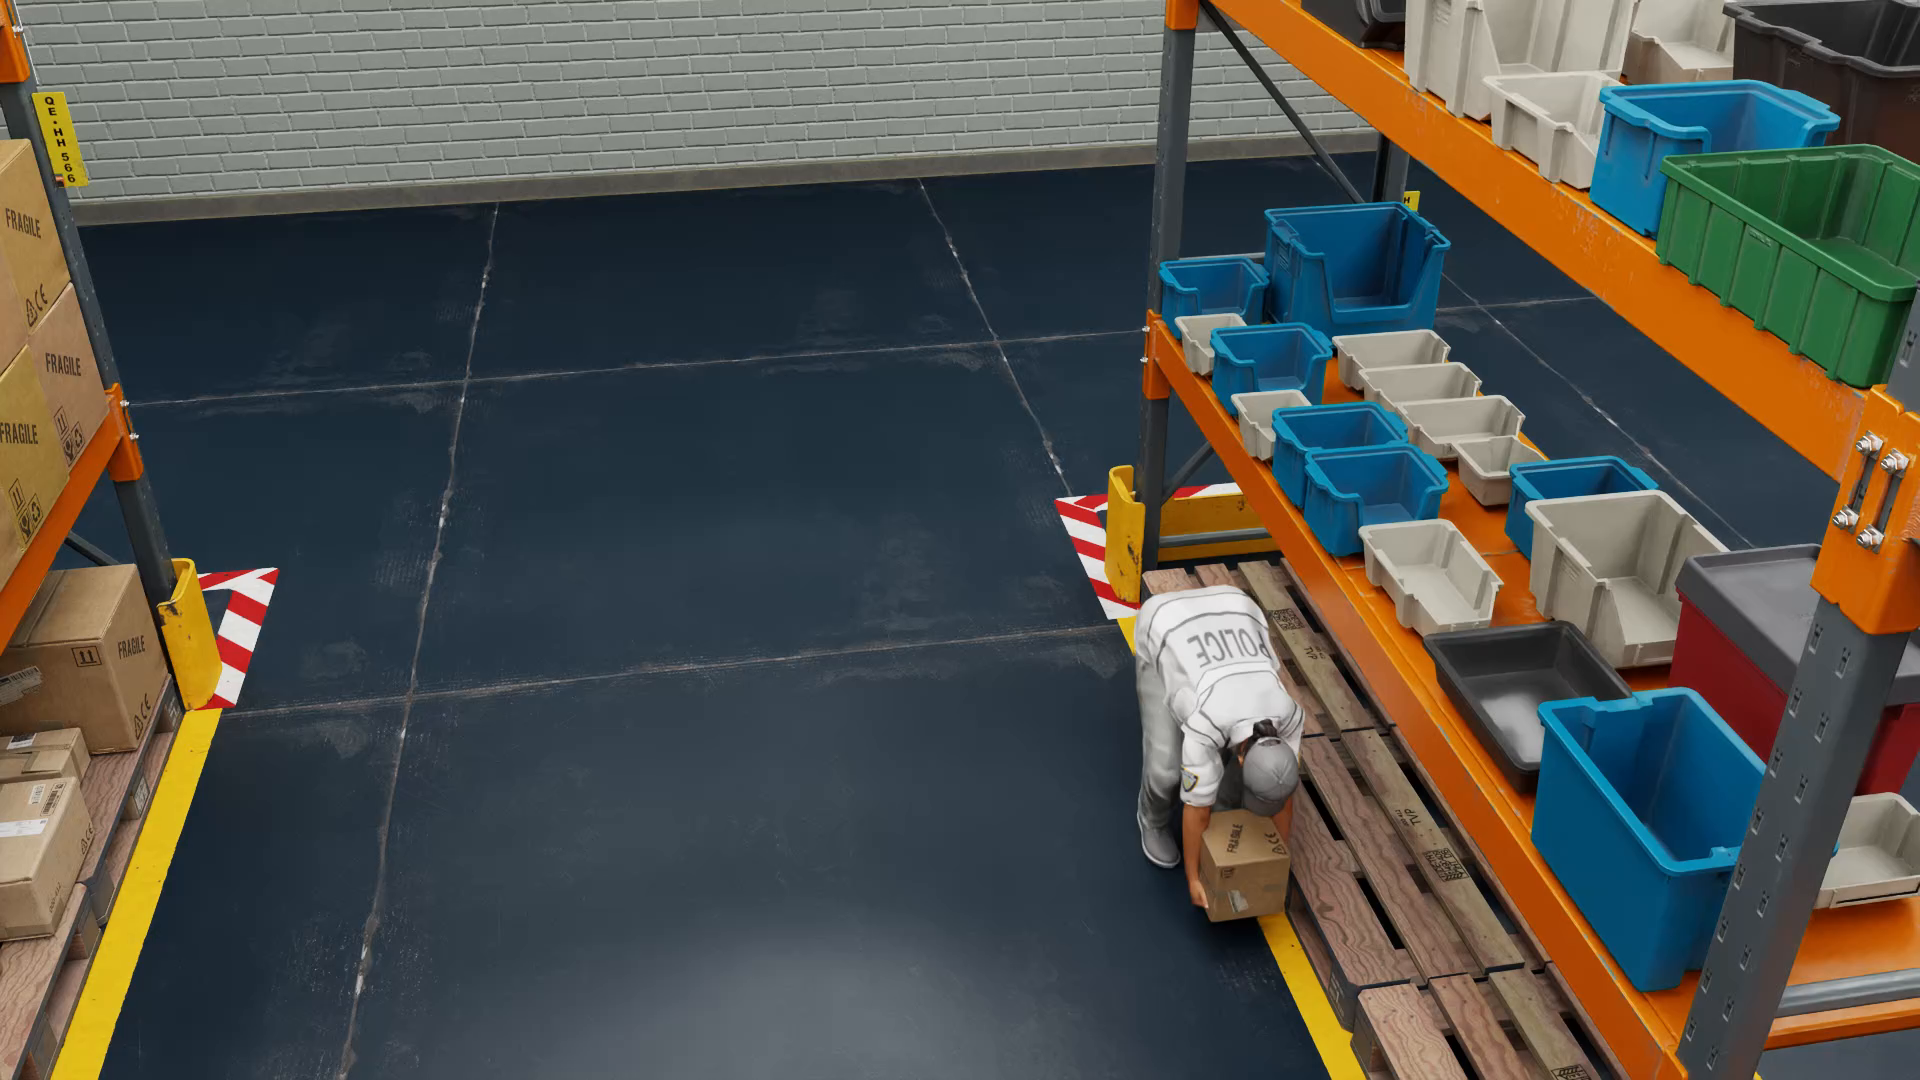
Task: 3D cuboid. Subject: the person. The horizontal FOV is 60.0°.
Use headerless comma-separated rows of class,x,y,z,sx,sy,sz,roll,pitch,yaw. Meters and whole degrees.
person,0.875,0.731,5.569,0.490,0.990,0.945,-7,32,-12
